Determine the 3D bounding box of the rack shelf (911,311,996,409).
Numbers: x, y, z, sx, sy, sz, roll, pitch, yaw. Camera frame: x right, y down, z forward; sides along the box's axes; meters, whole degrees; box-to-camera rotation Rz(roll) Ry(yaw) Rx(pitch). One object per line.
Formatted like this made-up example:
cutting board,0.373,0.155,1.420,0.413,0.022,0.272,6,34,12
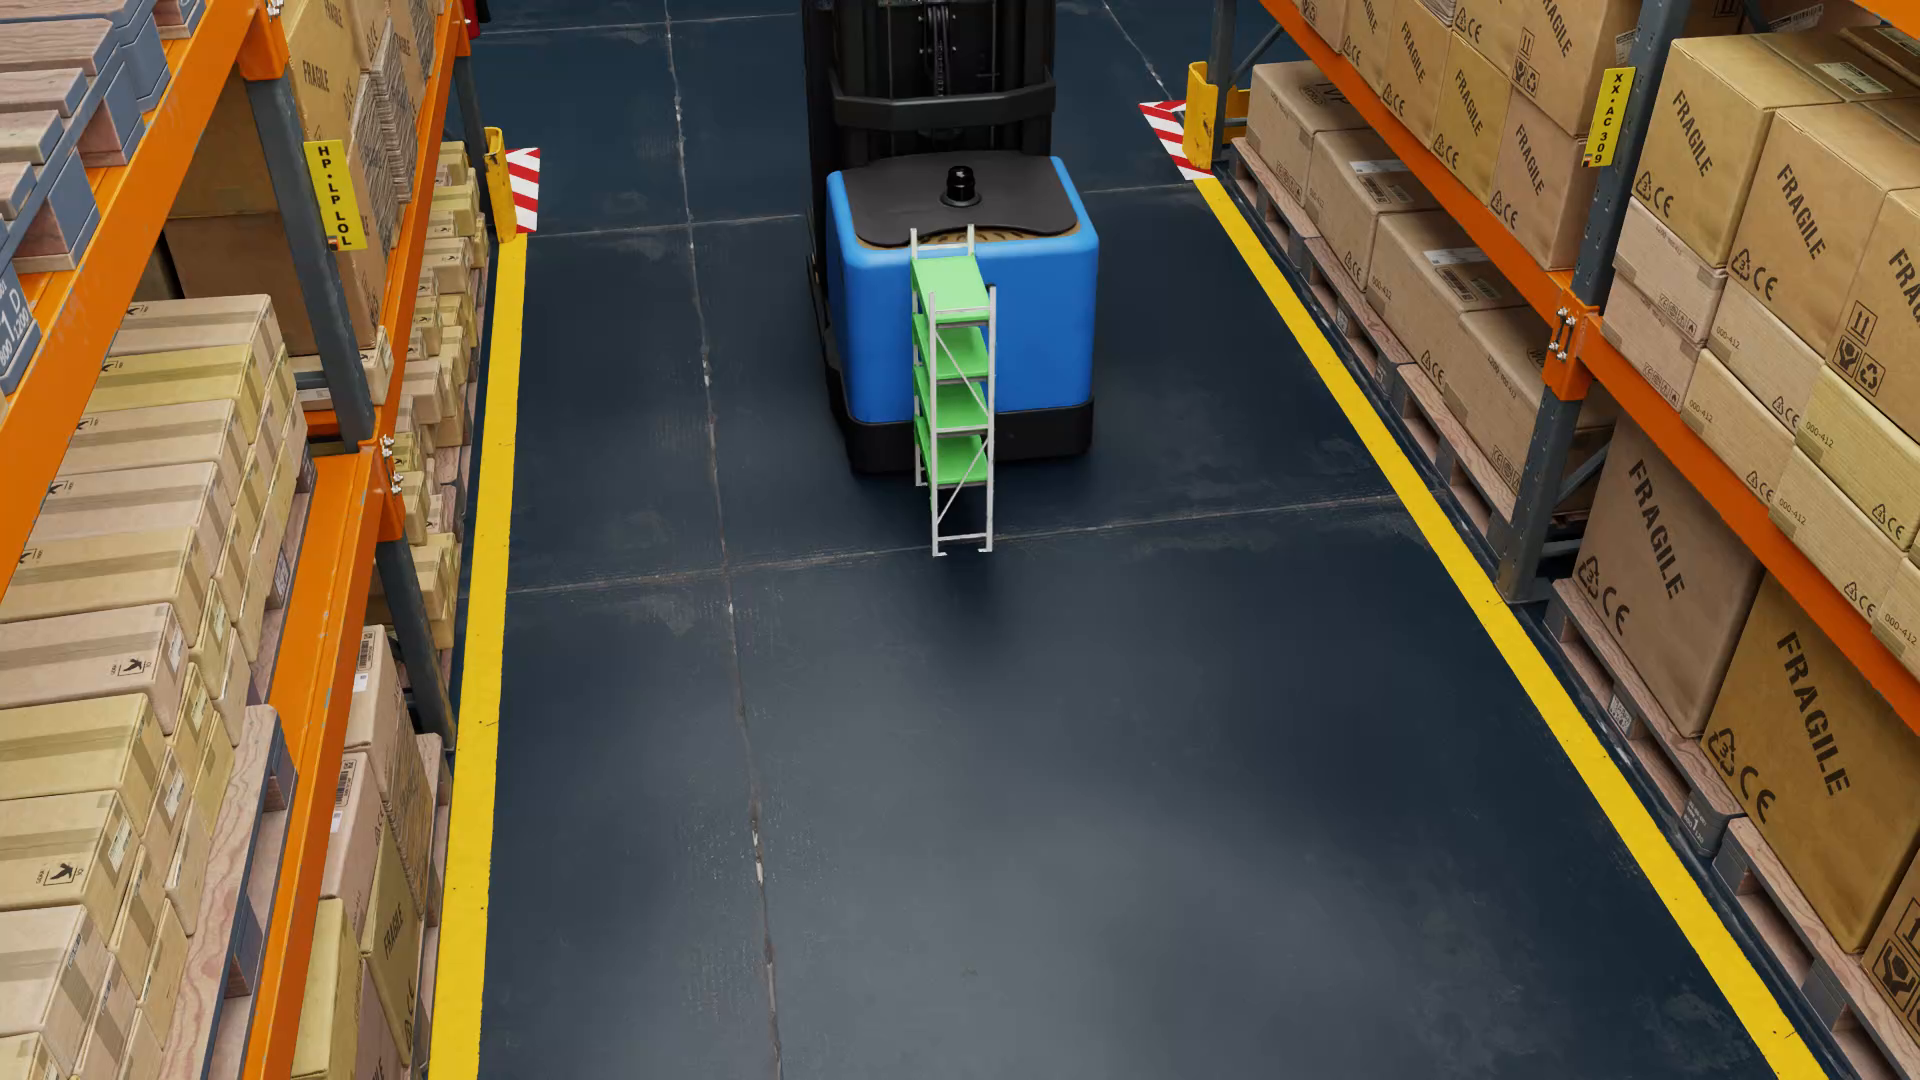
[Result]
rack shelf,-0.029,-0.707,6.395,0.258,0.148,0.480,-6,38,-7

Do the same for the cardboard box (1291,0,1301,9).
cardboard box,1.808,-2.852,7.894,0.500,0.500,0.500,-7,38,-9

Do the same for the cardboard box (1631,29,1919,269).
cardboard box,2.386,-1.157,4.898,0.500,0.500,0.500,-6,38,-7

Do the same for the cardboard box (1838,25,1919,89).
cardboard box,2.918,-1.211,4.967,0.500,0.500,0.500,-5,38,-6

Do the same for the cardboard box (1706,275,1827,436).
cardboard box,2.511,-0.550,4.727,0.500,0.250,0.500,-6,38,-7

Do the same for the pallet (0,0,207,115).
pallet,-2.260,-1.152,3.496,1.213,0.211,1.003,-6,38,-8

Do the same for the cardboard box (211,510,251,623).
cardboard box,-1.859,0.083,3.818,0.380,0.149,0.250,-7,38,-9

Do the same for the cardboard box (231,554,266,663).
cardboard box,-1.868,0.185,3.929,0.380,0.149,0.250,-8,39,-10

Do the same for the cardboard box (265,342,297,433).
cardboard box,-1.999,-0.391,4.428,0.380,0.149,0.250,-5,38,-7

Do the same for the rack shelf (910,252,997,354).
rack shelf,-0.029,-0.897,6.248,0.258,0.148,0.480,-6,38,-7

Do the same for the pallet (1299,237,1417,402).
pallet,2.319,-1.124,8.025,1.003,0.211,1.213,-6,38,-8

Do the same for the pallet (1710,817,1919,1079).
pallet,3.019,1.278,4.933,1.003,0.211,1.213,-6,38,-8

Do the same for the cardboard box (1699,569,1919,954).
cardboard box,2.946,0.564,4.968,0.875,0.875,0.875,-5,38,-7

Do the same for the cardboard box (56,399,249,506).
cardboard box,-1.910,-0.188,3.924,0.380,0.149,0.250,-7,38,-9

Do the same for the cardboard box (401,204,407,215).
cardboard box,-2.270,-1.323,6.213,0.380,0.149,0.250,-5,38,-6

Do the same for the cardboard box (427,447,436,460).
cardboard box,-2.328,-0.332,6.714,0.380,0.149,0.250,-8,39,-10

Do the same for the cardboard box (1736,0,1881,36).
cardboard box,2.747,-1.767,5.684,0.500,0.500,0.500,-6,38,-8

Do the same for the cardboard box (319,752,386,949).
cardboard box,-1.807,0.834,4.316,0.500,0.250,0.500,-5,38,-6

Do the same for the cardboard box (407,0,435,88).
cardboard box,-2.449,-2.138,6.734,0.500,0.500,0.500,-6,38,-8

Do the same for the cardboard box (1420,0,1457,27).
cardboard box,2.058,-2.323,6.398,0.500,0.500,0.500,-6,38,-7

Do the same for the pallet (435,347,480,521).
pallet,-2.633,-0.465,7.177,1.003,0.211,1.213,-6,38,-8

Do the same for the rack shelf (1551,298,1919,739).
rack shelf,2.943,0.473,4.283,1.077,0.370,4.000,-6,38,-8

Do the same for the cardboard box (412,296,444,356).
cardboard box,-2.369,-0.878,6.932,0.380,0.149,0.250,-6,38,-8

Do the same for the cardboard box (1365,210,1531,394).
cardboard box,2.430,-1.105,7.473,0.875,0.438,0.875,-7,38,-9

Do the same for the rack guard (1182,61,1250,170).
rack guard,1.887,-2.463,9.513,1.175,0.500,0.348,-6,38,-8

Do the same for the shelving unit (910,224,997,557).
shelving unit,-0.029,-0.568,6.503,0.258,1.200,0.503,-6,38,-7

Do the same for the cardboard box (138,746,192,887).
cardboard box,-1.728,0.552,3.214,0.380,0.149,0.250,-5,38,-6

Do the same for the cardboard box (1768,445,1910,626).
cardboard box,2.576,-0.042,4.482,0.500,0.250,0.500,-7,38,-8

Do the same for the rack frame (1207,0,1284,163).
rack frame,1.891,-3.435,8.727,1.000,3.000,0.127,-6,38,-8

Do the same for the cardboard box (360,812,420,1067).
cardboard box,-1.796,1.125,4.552,0.500,0.500,0.500,-7,38,-9

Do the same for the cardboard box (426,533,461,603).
cardboard box,-2.058,0.119,6.134,0.380,0.149,0.250,-5,38,-7

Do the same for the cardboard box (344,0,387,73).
cardboard box,-2.267,-1.896,5.606,0.500,0.500,0.500,-6,38,-7

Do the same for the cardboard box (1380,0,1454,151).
cardboard box,2.061,-1.924,6.700,0.500,0.500,0.500,-7,38,-9

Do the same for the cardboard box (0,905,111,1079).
cardboard box,-1.636,0.755,2.711,0.380,0.149,0.250,-5,38,-6

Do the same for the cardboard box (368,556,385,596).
cardboard box,-2.120,0.069,5.713,0.380,0.149,0.250,-5,38,-6

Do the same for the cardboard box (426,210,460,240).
cardboard box,-2.482,-1.361,7.553,0.380,0.149,0.250,-8,39,-10

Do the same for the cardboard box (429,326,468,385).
cardboard box,-2.293,-0.766,7.030,0.380,0.149,0.250,-6,38,-7

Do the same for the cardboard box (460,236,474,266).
cardboard box,-2.498,-1.398,7.843,0.380,0.149,0.250,-8,39,-10

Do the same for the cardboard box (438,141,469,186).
cardboard box,-2.623,-1.824,8.150,0.380,0.149,0.250,-6,38,-7

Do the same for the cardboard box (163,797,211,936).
cardboard box,-1.721,0.674,3.301,0.380,0.149,0.250,-7,38,-9

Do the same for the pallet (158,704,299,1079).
pallet,-1.950,0.875,3.336,1.003,0.211,1.213,-6,38,-8

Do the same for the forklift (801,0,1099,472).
forklift,-0.171,-2.343,7.377,1.130,2.935,3.031,-6,38,-7

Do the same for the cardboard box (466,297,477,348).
cardboard box,-2.398,-0.978,7.546,0.380,0.149,0.250,-8,39,-10

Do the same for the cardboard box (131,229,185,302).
cardboard box,-2.627,-0.845,5.068,0.500,0.500,0.500,-6,38,-8

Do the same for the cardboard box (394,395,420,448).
cardboard box,-2.271,-0.407,6.325,0.380,0.149,0.250,-7,38,-9

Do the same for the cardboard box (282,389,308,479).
cardboard box,-1.999,-0.274,4.520,0.380,0.149,0.250,-7,38,-9

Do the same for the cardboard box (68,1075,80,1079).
cardboard box,-1.594,1.016,2.618,0.380,0.149,0.250,-6,38,-8

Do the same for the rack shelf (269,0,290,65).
rack shelf,-2.614,-2.534,5.709,1.077,0.370,4.000,-6,38,-8

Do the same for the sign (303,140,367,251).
sign,-1.718,-0.945,4.578,0.100,0.325,0.005,-6,38,-8

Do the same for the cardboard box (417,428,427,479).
cardboard box,-2.268,-0.287,6.413,0.380,0.149,0.250,-8,39,-10

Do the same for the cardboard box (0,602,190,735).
cardboard box,-1.773,0.281,3.321,0.380,0.149,0.250,-8,39,-10

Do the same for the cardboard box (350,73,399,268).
cardboard box,-2.196,-1.207,5.535,0.500,0.500,0.500,-6,38,-8
